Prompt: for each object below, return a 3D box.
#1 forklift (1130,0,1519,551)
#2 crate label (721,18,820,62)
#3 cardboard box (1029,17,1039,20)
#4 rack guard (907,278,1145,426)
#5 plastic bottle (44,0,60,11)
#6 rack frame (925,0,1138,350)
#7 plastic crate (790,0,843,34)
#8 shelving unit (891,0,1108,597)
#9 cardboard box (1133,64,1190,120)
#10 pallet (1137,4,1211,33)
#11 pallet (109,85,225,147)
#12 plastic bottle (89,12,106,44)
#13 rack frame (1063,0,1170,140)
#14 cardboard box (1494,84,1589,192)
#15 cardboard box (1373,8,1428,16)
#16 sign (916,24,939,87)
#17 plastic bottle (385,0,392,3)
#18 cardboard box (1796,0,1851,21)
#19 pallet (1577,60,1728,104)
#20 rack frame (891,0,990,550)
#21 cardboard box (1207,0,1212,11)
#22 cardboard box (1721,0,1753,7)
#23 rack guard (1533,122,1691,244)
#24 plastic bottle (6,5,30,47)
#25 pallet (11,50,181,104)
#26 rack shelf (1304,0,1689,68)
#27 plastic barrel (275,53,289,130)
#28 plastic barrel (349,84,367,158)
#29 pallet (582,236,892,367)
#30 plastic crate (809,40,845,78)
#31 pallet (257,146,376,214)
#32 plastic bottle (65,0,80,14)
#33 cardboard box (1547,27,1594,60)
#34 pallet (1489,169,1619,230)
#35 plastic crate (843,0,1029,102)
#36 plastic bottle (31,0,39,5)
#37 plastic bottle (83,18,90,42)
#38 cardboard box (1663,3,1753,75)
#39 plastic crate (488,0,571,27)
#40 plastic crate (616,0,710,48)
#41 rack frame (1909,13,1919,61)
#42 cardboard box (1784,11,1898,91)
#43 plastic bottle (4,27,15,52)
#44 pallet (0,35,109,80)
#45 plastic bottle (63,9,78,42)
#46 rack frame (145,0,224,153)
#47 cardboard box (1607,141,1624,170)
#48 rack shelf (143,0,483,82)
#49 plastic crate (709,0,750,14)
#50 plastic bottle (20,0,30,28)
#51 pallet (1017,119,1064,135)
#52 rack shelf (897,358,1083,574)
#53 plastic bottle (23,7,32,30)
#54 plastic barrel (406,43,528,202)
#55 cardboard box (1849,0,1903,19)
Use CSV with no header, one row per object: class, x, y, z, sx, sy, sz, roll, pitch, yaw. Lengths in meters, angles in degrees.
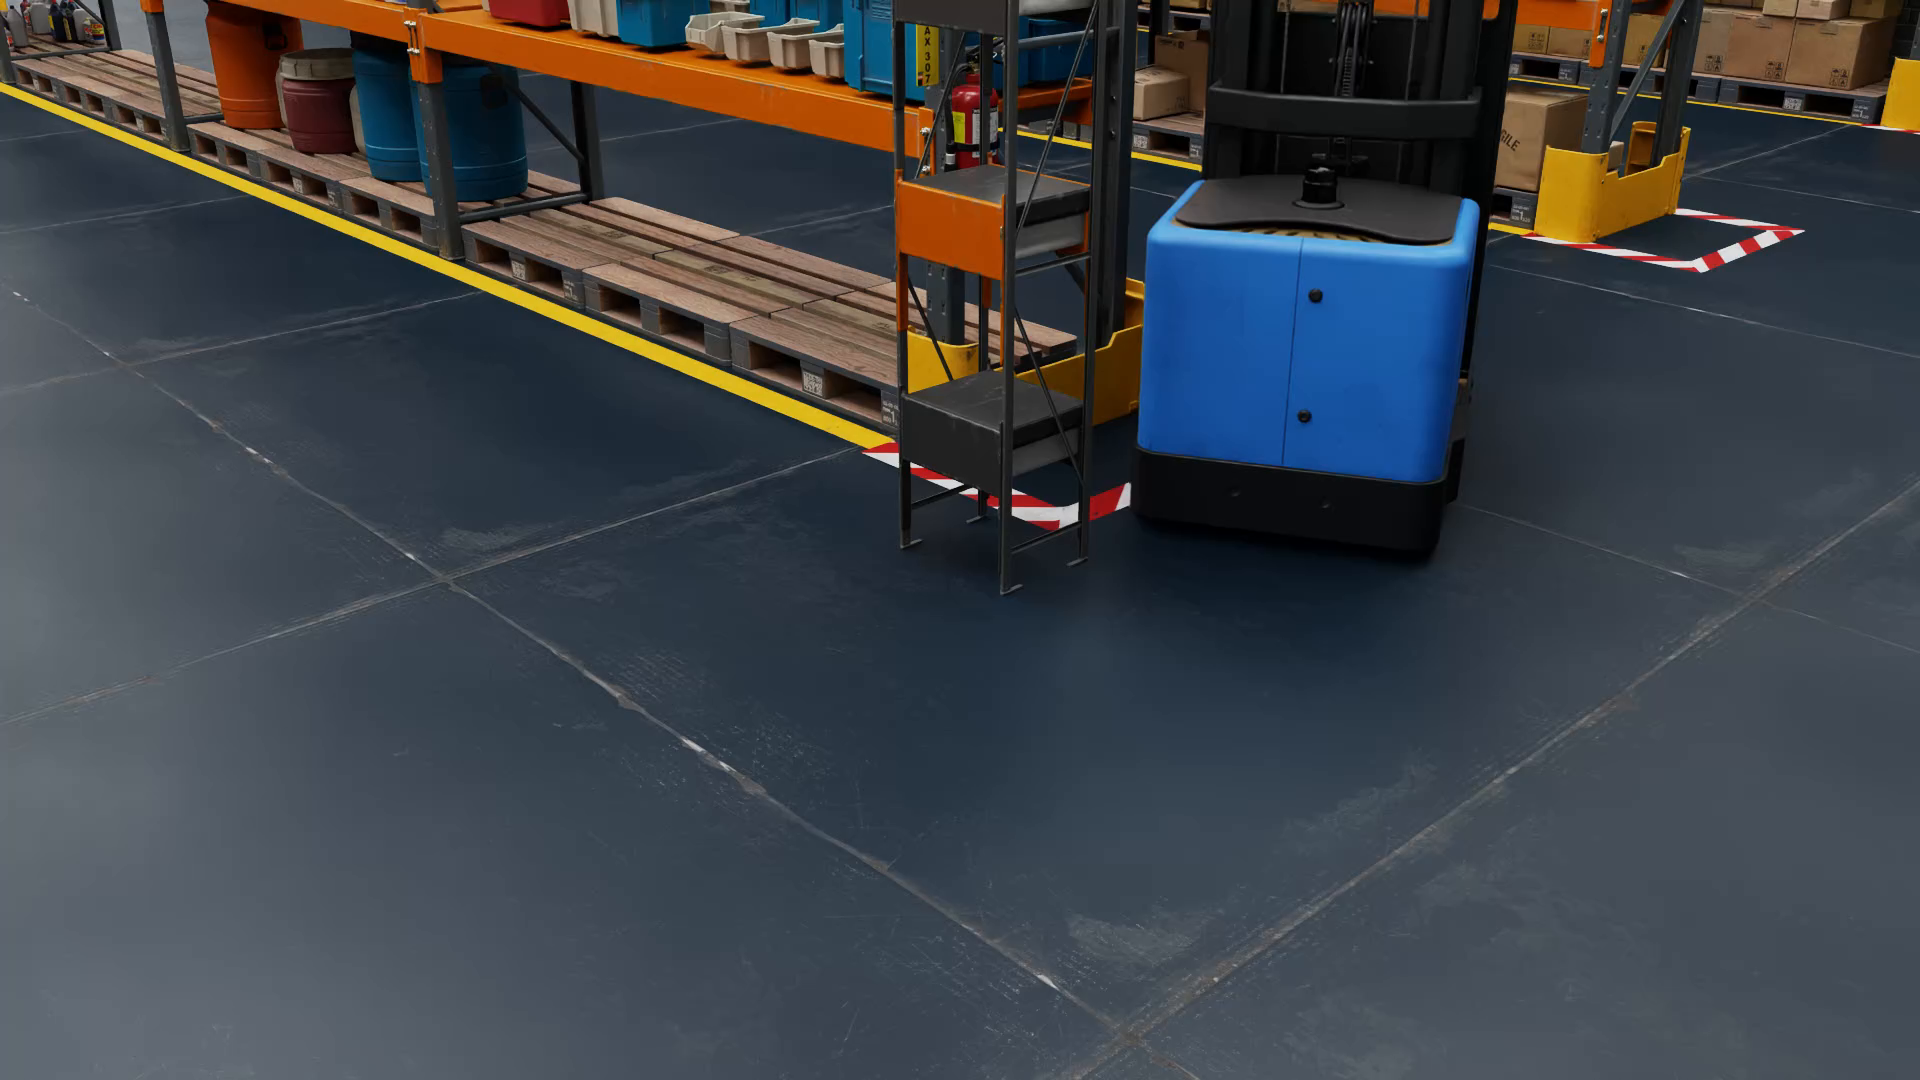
forklift,1.543,-1.885,6.350,1.130,2.935,3.031,8,26,17
crate label,-0.807,-2.100,6.984,0.396,0.136,0.243,-21,32,-38
cardboard box,0.637,-3.880,13.123,0.500,0.500,0.500,-21,32,-38
rack guard,0.304,-0.686,6.652,1.175,0.500,0.348,-21,32,-38
plastic bottle,-8.592,-5.006,15.771,0.144,0.351,0.185,-22,32,-39
rack frame,0.278,-1.827,6.141,1.000,3.000,0.127,-21,32,-38
plastic crate,-0.550,-2.345,7.407,0.416,0.233,0.300,-21,32,-38
shelving unit,0.113,-0.905,5.204,0.431,2.100,0.503,-21,32,-38
cardboard box,1.291,-3.232,11.929,0.500,0.311,0.500,-21,32,-38
pallet,2.526,-5.533,17.623,1.003,0.211,1.213,-21,32,-38
pallet,-5.691,-3.228,12.572,1.003,0.211,1.213,-21,32,-38
plastic bottle,-7.822,-4.643,15.070,0.097,0.271,0.097,0,25,0
rack frame,1.162,-4.443,11.876,1.000,3.000,0.127,-21,32,-38
cardboard box,3.345,-2.389,9.855,0.500,0.500,0.500,-21,32,-38
cardboard box,4.236,-5.223,15.668,0.750,0.750,0.750,-21,32,-38
sign,-0.113,-1.741,5.755,0.100,0.325,0.005,-21,32,-38
plastic bottle,-3.061,-3.004,8.960,0.097,0.201,0.097,0,25,0
cardboard box,6.737,-4.158,12.974,0.380,0.149,0.250,-22,32,-39
pallet,6.076,-3.959,14.173,1.003,0.211,1.213,-21,32,-38
rack frame,-0.054,-0.979,5.366,0.400,2.100,0.015,-21,32,-38
cardboard box,3.043,-5.747,16.818,0.750,0.750,0.750,-21,32,-39
cardboard box,6.498,-4.495,13.714,0.380,0.149,0.250,-21,32,-38
rack guard,3.844,-2.117,9.788,1.175,0.500,0.348,-21,32,-38
plastic bottle,-8.469,-4.612,14.907,0.144,0.351,0.185,-21,32,-38
pallet,-7.359,-3.967,14.192,1.003,0.211,1.213,-21,32,-38
rack shelf,2.529,-3.510,10.697,1.077,0.370,4.000,-21,32,-38
plastic barrel,-4.392,-3.021,11.250,0.421,0.512,0.421,0,25,0
plastic barrel,-3.620,-2.679,10.500,0.421,0.512,0.421,0,25,0
pallet,-1.087,-1.189,8.102,1.003,0.211,1.213,-21,32,-38
plastic crate,-0.412,-1.930,6.613,0.396,0.136,0.243,-21,32,-38
pallet,-3.791,-2.386,10.725,1.003,0.211,1.213,-21,32,-38
plastic bottle,-8.173,-4.820,15.363,0.144,0.351,0.185,-20,31,-37
cardboard box,5.553,-4.495,14.494,0.700,0.500,0.500,-22,32,-39
pallet,3.299,-2.227,10.377,1.003,0.211,1.213,-21,32,-38
plastic crate,-0.087,-1.919,6.228,0.616,0.435,0.499,-21,32,-38
plastic bottle,-8.836,-5.078,16.018,0.152,0.276,0.135,-22,33,-40
plastic bottle,-7.961,-4.672,15.220,0.097,0.201,0.097,0,25,0
cardboard box,6.272,-4.179,13.802,0.500,0.500,0.700,23,33,40
plastic crate,-2.029,-2.754,8.023,0.402,0.464,0.583,-21,32,-38
plastic crate,-1.313,-2.328,7.368,0.416,0.233,0.300,-21,32,-38
rack frame,7.510,-4.638,12.302,1.000,3.000,0.127,-21,32,-38
cardboard box,6.958,-3.875,13.136,0.700,0.500,0.500,-21,32,-38
plastic bottle,-8.399,-4.411,14.647,0.097,0.201,0.097,0,25,0
pallet,-8.353,-4.410,15.161,1.003,0.211,1.213,-21,32,-38
plastic bottle,-8.140,-4.708,15.199,0.061,0.283,0.133,-21,32,-38
rack frame,-5.190,-4.251,11.454,1.000,3.000,0.127,-21,32,-38
cardboard box,3.861,-2.359,10.211,0.380,0.149,0.250,-21,32,-38
rack shelf,-3.823,-3.318,10.275,1.077,0.370,4.000,-21,32,-38
plastic crate,-1.046,-2.504,7.871,0.293,0.136,0.466,-21,32,-38
plastic bottle,-9.008,-5.093,16.042,0.061,0.283,0.133,-21,32,-38
pallet,0.579,-3.410,12.971,1.003,0.211,1.213,-21,32,-38
rack shelf,0.113,-0.256,5.500,0.431,0.518,0.480,-21,32,-38
plastic bottle,-8.914,-5.003,15.943,0.097,0.201,0.097,0,25,0
plastic barrel,-2.815,-2.445,9.518,0.600,0.901,0.708,-21,32,-38
cardboard box,7.190,-4.189,13.043,0.380,0.149,0.250,-21,32,-38
